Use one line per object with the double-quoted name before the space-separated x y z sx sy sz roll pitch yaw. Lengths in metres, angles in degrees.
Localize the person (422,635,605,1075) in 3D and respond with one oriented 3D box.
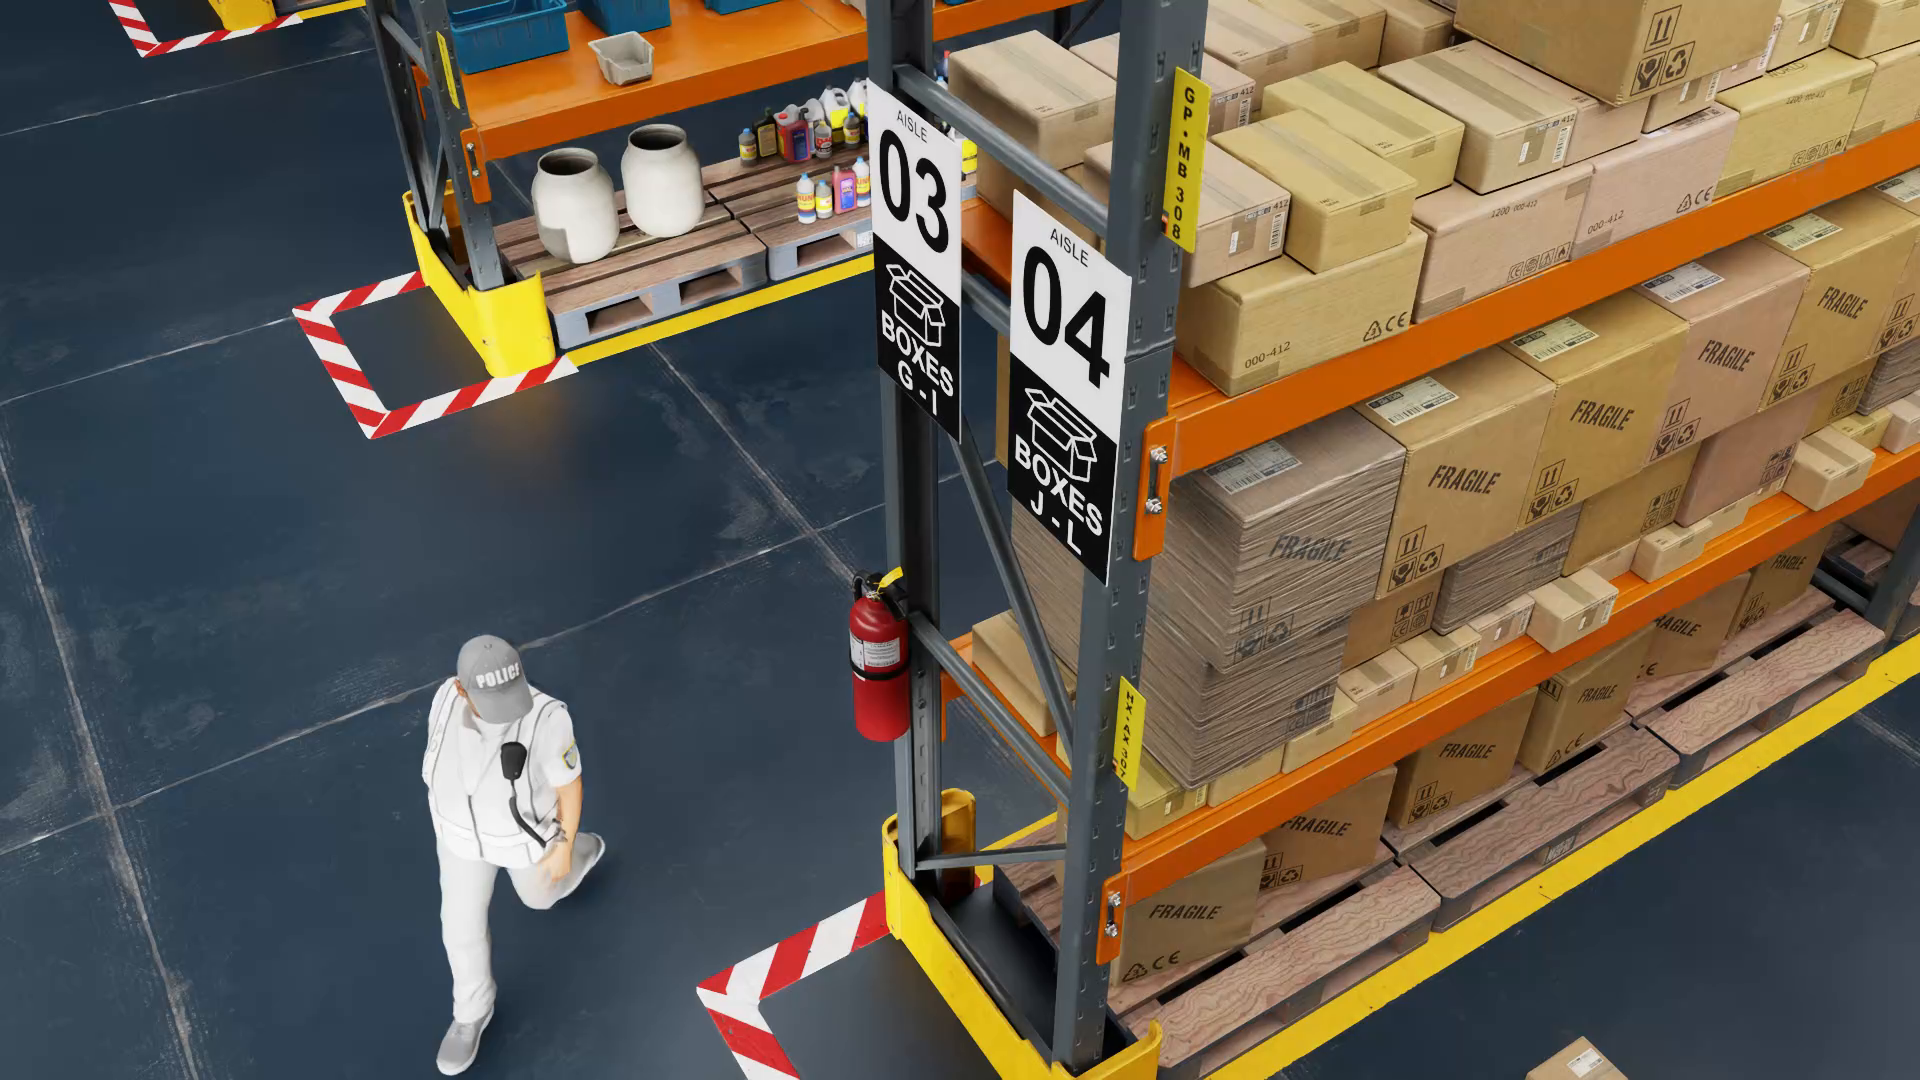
"person" -1.411 0.862 5.179 0.564 1.593 0.926 5 41 6
